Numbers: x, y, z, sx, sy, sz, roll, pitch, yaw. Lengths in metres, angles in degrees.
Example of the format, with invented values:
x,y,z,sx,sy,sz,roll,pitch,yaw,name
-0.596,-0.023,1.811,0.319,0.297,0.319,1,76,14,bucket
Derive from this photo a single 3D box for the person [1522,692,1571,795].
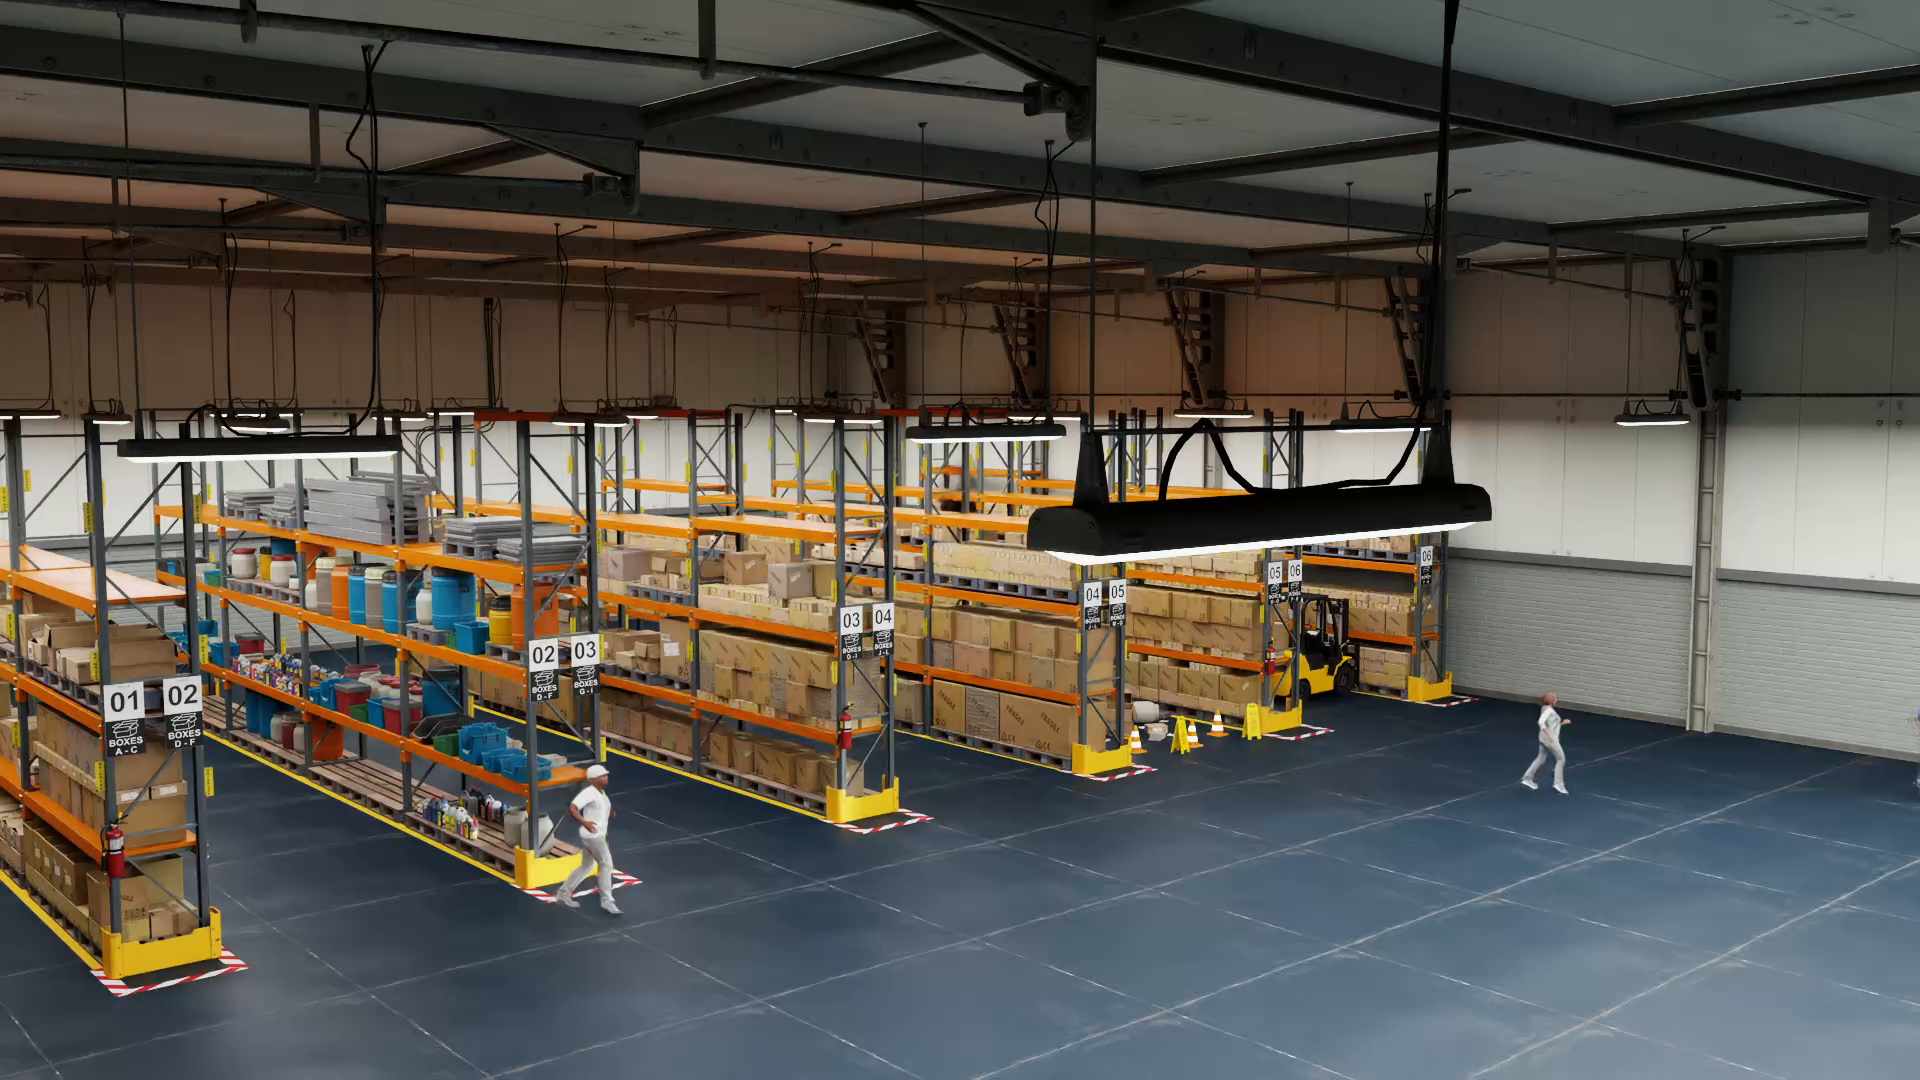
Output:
x,y,z,sx,sy,sz,roll,pitch,yaw,name
9.300,3.214,26.329,0.737,1.643,0.510,0,5,-2,person

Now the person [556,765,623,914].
x,y,z,sx,sy,sz,roll,pitch,yaw,name
-4.560,3.675,20.496,0.823,1.812,0.700,-1,5,-6,person

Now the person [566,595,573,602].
x,y,z,sx,sy,sz,roll,pitch,yaw,name
-9.036,2.103,38.411,0.730,1.749,0.668,-2,6,-25,person

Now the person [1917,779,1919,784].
x,y,z,sx,sy,sz,roll,pitch,yaw,name
15.409,3.224,25.955,0.920,1.645,0.581,0,5,2,person
